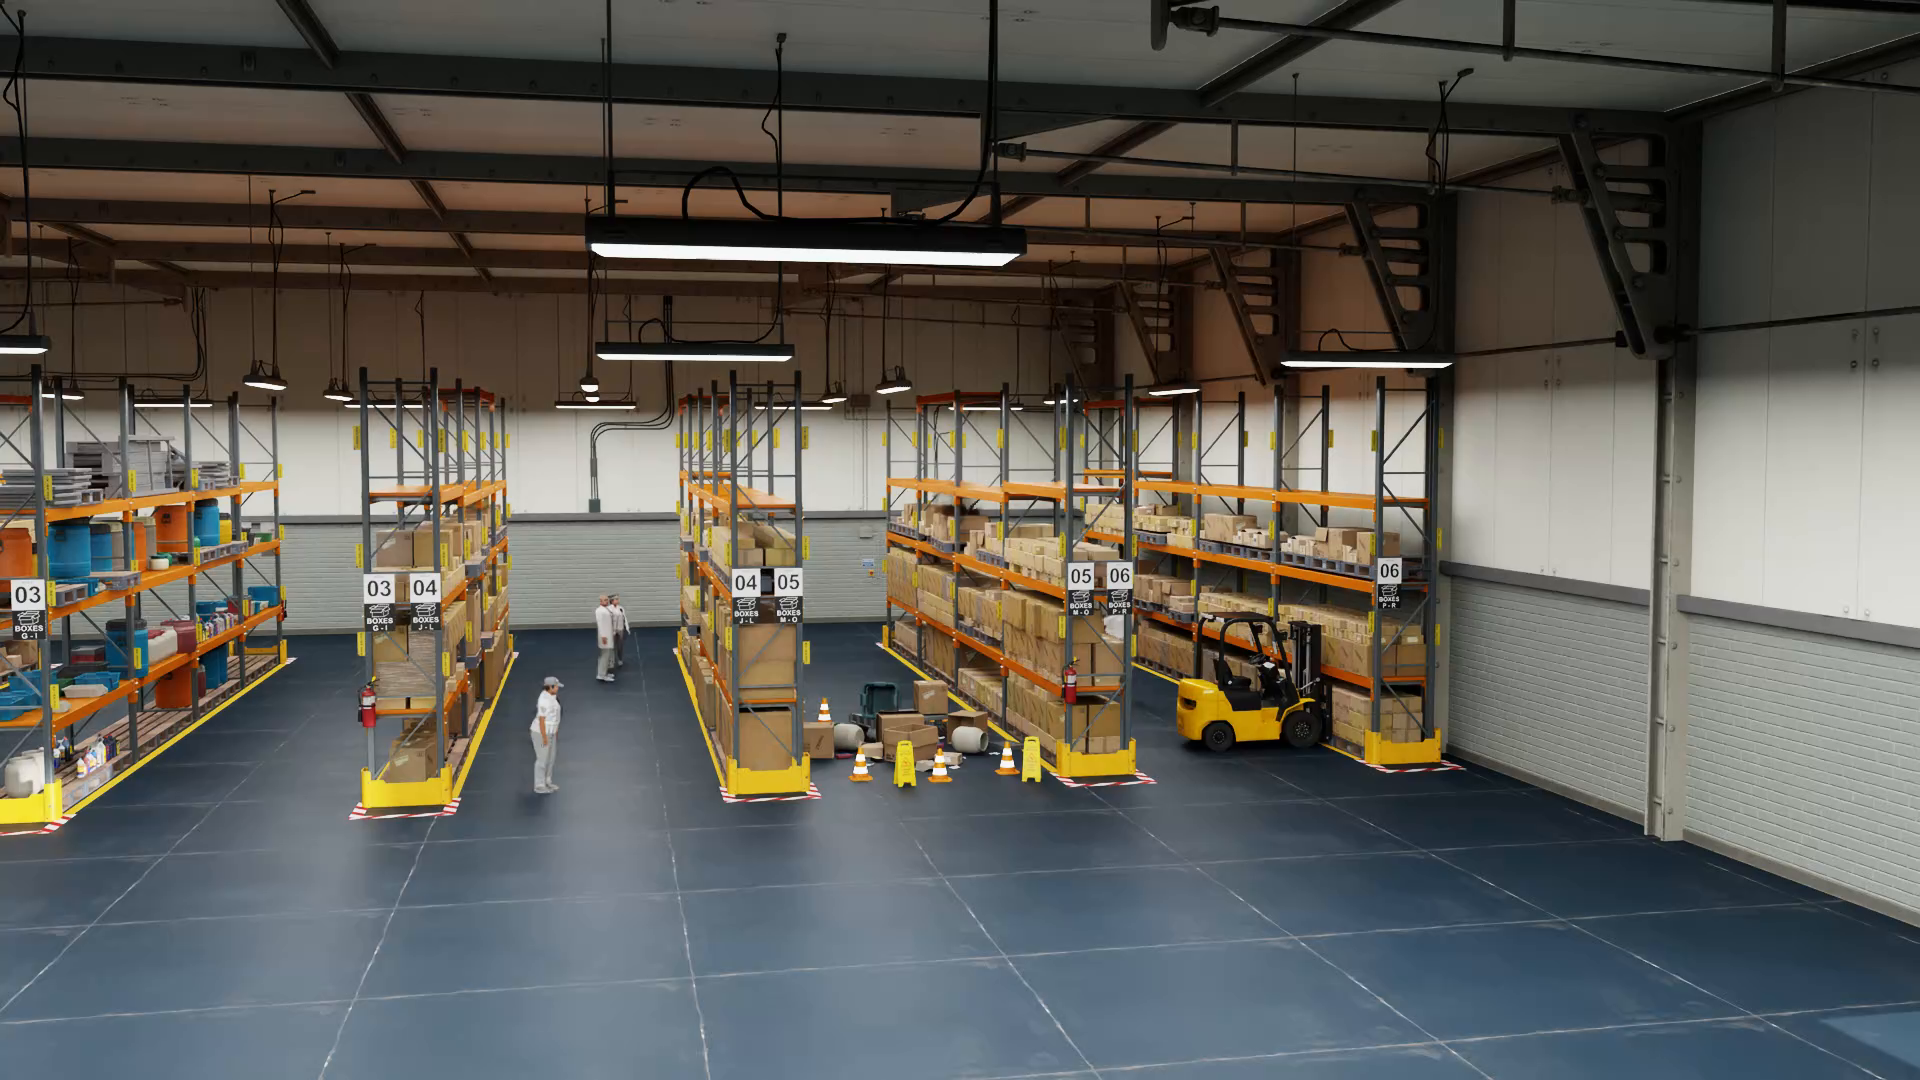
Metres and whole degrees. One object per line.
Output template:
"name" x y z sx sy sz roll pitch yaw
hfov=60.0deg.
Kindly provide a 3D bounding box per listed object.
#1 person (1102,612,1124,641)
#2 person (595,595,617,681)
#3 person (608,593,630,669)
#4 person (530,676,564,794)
"person" 2.995 1.962 32.786 0.639 1.794 0.692 -1 4 -21
"person" -7.422 2.061 34.911 0.427 1.827 0.599 -1 3 -10
"person" -7.549 1.987 36.556 0.582 1.633 0.967 -1 3 -9
"person" -5.881 2.770 23.722 0.477 1.670 0.510 0 3 1
